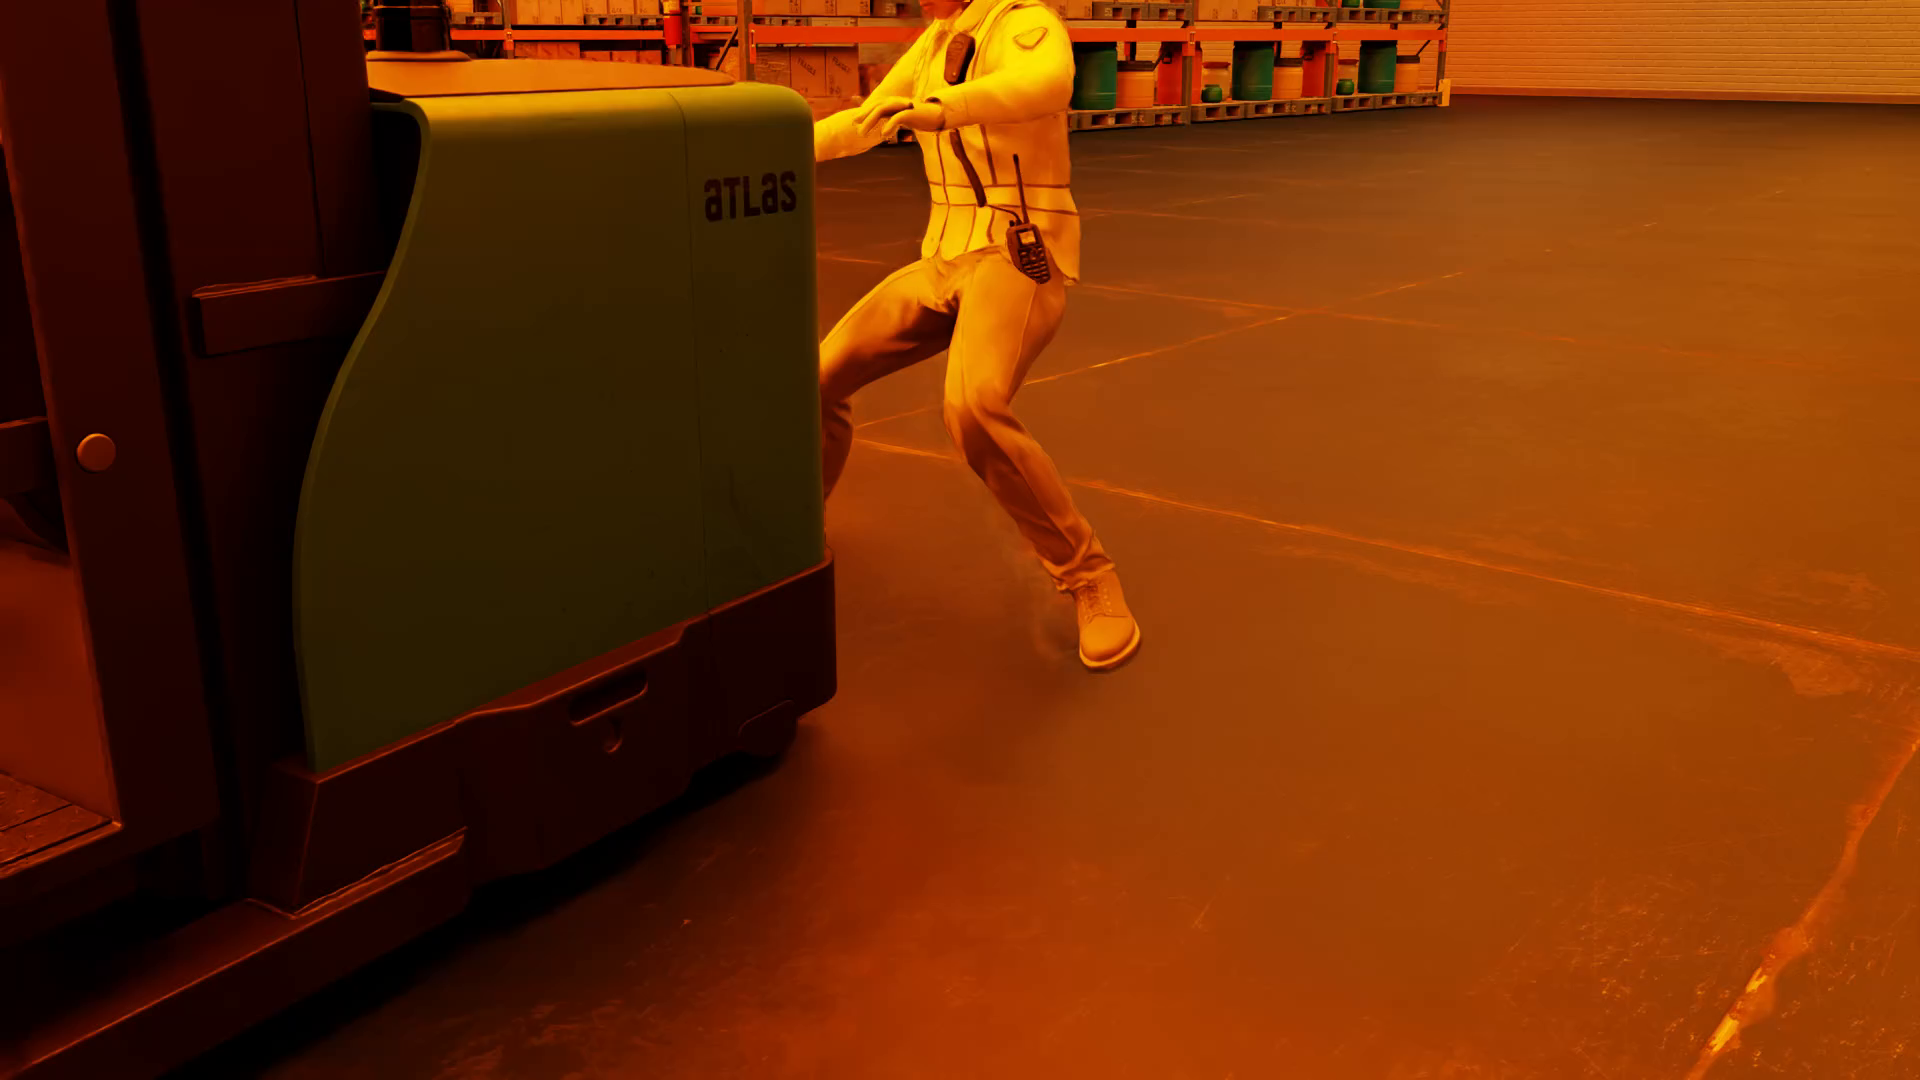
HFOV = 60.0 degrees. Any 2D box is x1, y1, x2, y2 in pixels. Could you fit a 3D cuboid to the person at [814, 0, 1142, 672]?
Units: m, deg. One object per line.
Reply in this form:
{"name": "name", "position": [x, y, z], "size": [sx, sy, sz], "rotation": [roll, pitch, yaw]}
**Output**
{"name": "person", "position": [-0.067, -0.563, 3.294], "size": [0.630, 1.452, 1.162], "rotation": [-8, 18, -23]}

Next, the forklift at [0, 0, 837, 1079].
{"name": "forklift", "position": [-1.432, -0.798, 1.525], "size": [1.130, 2.935, 3.031], "rotation": [11, 20, 31]}
